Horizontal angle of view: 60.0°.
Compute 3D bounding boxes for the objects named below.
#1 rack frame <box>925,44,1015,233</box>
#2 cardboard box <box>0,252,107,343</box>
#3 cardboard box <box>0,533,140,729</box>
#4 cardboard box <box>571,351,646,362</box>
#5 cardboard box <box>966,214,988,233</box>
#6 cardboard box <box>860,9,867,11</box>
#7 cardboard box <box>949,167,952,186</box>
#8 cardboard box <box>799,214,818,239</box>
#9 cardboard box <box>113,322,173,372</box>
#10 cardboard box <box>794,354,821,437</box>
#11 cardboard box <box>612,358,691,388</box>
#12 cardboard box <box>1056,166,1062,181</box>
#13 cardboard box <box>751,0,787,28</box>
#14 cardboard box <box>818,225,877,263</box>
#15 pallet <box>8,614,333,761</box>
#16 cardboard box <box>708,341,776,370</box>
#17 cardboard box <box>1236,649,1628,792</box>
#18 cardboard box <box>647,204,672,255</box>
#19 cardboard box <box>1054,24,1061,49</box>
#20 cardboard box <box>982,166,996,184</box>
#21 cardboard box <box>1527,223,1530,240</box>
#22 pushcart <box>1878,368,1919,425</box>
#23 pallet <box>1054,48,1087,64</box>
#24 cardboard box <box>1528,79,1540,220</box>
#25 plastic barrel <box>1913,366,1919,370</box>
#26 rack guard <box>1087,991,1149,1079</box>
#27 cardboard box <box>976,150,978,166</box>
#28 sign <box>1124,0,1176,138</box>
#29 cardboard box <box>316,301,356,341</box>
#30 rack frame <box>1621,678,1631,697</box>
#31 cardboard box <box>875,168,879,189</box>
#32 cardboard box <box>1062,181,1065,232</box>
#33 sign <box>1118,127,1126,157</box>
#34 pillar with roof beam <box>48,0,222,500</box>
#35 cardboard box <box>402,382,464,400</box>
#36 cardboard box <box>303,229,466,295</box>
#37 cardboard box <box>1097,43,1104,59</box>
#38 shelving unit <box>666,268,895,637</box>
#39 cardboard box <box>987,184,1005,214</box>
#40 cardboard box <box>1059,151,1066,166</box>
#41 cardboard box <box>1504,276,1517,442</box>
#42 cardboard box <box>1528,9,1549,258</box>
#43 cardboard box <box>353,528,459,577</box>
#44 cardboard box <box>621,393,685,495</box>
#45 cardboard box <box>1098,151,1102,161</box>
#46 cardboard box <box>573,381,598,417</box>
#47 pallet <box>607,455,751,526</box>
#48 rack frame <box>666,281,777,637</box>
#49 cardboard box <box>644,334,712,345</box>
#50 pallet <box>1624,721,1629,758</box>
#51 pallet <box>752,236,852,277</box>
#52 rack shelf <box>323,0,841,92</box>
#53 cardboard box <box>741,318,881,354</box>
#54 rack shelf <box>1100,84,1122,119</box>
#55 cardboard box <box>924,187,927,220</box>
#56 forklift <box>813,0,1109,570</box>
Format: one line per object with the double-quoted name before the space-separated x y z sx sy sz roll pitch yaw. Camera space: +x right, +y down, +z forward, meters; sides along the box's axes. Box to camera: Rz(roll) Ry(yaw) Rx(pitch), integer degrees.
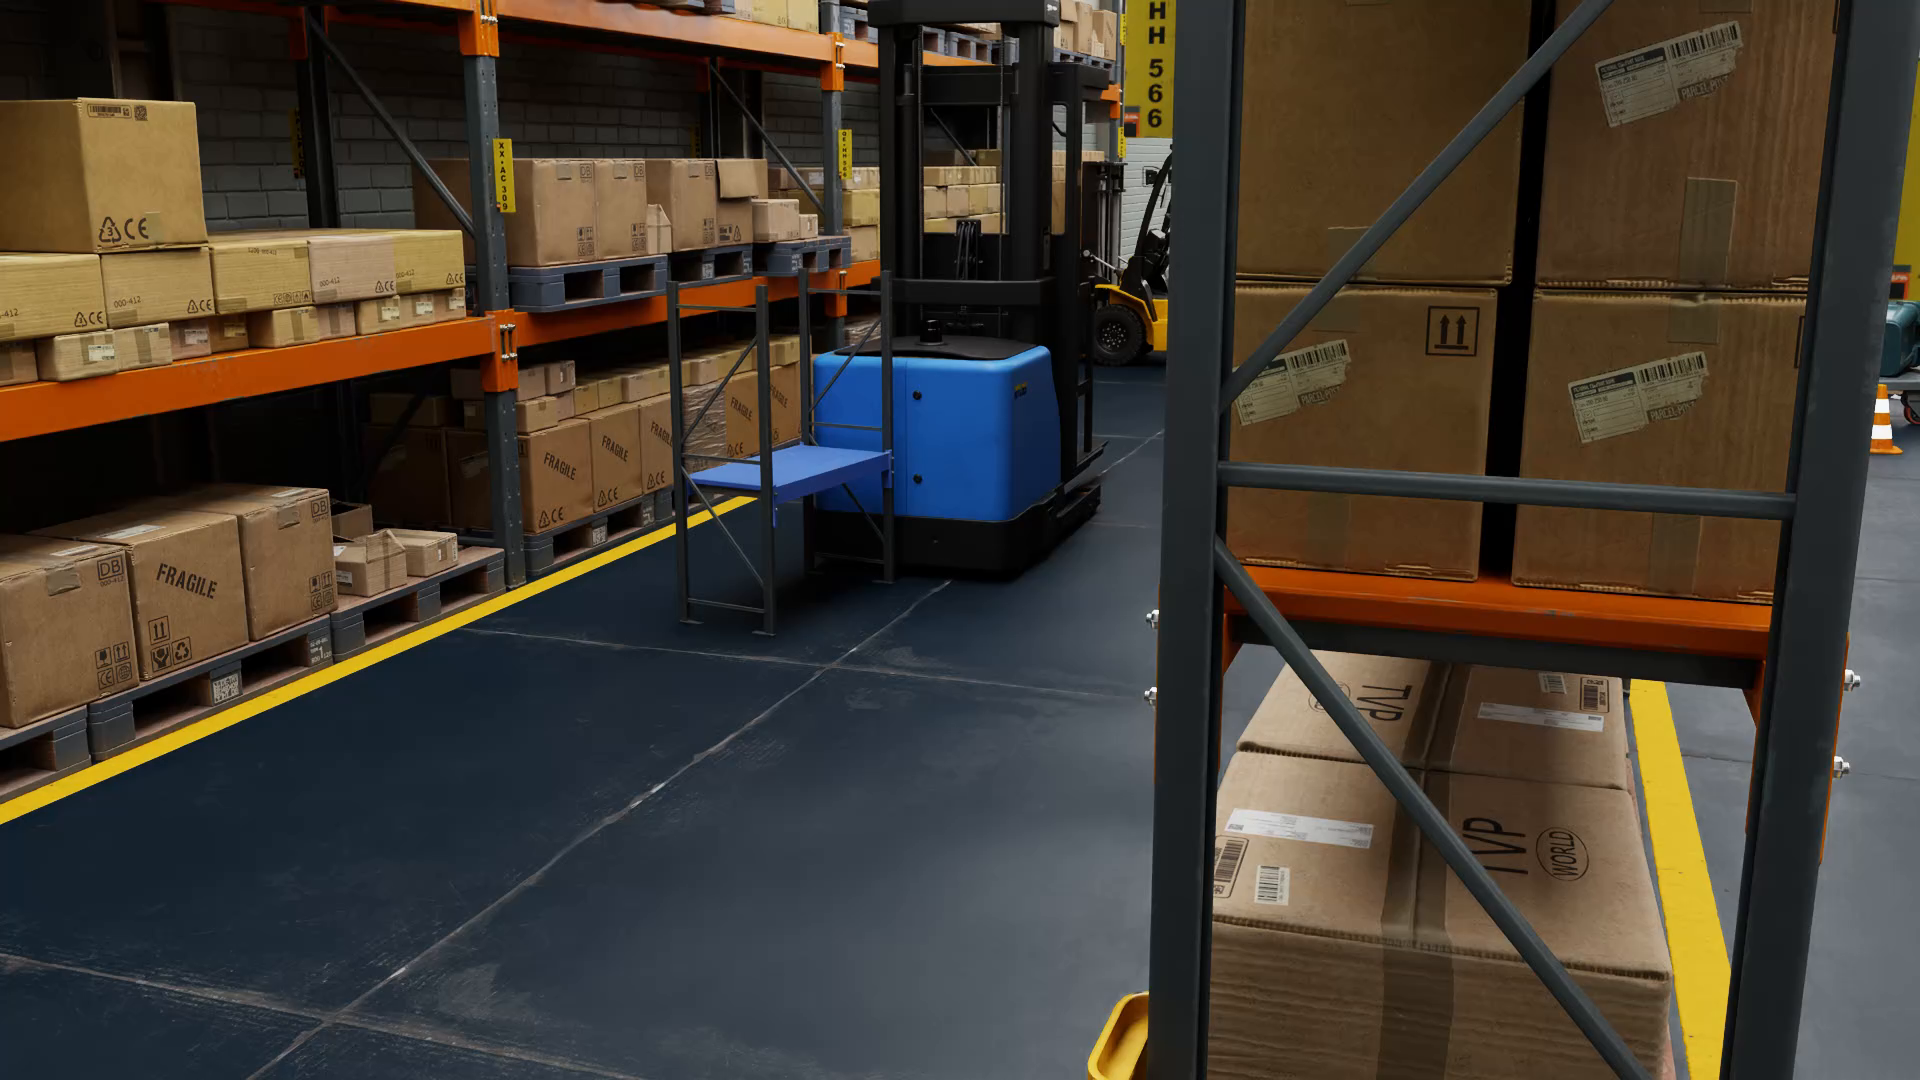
"rack frame" 0.001 -2.953 15.187 1.000 3.000 0.127 4 14 18
"cardboard box" -3.156 -0.788 5.368 0.500 0.250 0.500 4 13 17
"cardboard box" -3.281 0.288 5.659 0.700 0.500 0.500 5 14 21
"cardboard box" -2.125 -1.050 10.064 0.380 0.149 0.250 4 14 19
"cardboard box" -0.072 -2.649 14.191 0.500 0.250 0.500 4 14 18
"cardboard box" -0.760 -4.124 12.183 0.700 0.500 0.500 4 13 17
"cardboard box" -0.285 -2.959 13.530 0.380 0.149 0.250 4 14 19
"cardboard box" -1.143 -2.028 10.751 0.380 0.149 0.250 5 14 19
"cardboard box" -2.986 -0.678 5.784 0.380 0.149 0.250 5 14 20
"cardboard box" -1.227 -0.993 11.271 0.500 0.500 0.500 5 14 20
"cardboard box" -1.797 -0.966 9.696 0.380 0.149 0.250 4 14 19
"cardboard box" 0.794 -3.634 16.486 0.380 0.149 0.250 4 13 17
"cardboard box" -1.392 -3.269 10.166 0.500 0.250 0.500 4 14 19
"cardboard box" -0.919 -2.114 11.846 0.500 0.250 0.500 4 14 19
"pallet" -3.204 0.493 6.355 1.003 0.211 1.213 4 14 18
"cardboard box" -1.399 -1.179 10.630 0.380 0.149 0.250 4 13 17
"cardboard box" 1.223 0.635 4.280 0.875 0.438 0.875 5 14 20
"cardboard box" -1.775 -1.673 8.936 0.396 0.266 0.258 5 14 21
"cardboard box" 0.768 -4.894 16.084 0.396 0.266 0.258 4 13 17
"cardboard box" 0.100 -3.231 14.719 0.380 0.149 0.250 5 14 20
"cardboard box" 2.041 -0.736 5.249 0.500 0.500 0.500 4 13 17
"pushcart" 6.872 -1.165 13.243 1.648 0.377 0.936 0 13 -1
"pallet" 0.649 -4.810 16.780 1.003 0.211 1.213 4 14 18
"cardboard box" 1.727 -1.366 5.760 0.500 0.500 0.500 4 14 19
"plastic barrel" 8.331 -1.355 13.974 0.421 0.421 0.512 -8 15 -30
"rack guard" 0.808 1.153 2.811 1.175 0.500 0.348 4 14 18
"cardboard box" 0.367 -3.572 15.546 0.380 0.149 0.250 5 14 19
"sign" 0.307 -0.792 2.584 0.100 0.325 0.005 4 14 18
"cardboard box" -2.687 -0.895 6.733 0.380 0.149 0.250 5 14 20
"rack frame" 2.110 -0.912 6.245 1.000 3.000 0.127 4 14 18
"cardboard box" -0.768 -2.634 12.107 0.380 0.149 0.250 5 14 20
"cardboard box" 0.890 -3.399 16.913 0.500 0.500 0.500 4 14 19
"sign" 1.804 -4.434 18.538 0.100 0.325 0.005 4 14 18
"pillar with roof beam" 0.408 -3.802 5.424 9.100 9.000 0.400 4 14 18
"cardboard box" -2.661 -0.725 8.641 0.380 0.149 0.250 4 14 18
"cardboard box" -2.522 -1.216 7.244 0.500 0.250 0.500 5 14 20
"cardboard box" 1.314 -5.193 17.653 0.380 0.149 0.250 4 13 17
"shelving unit" -0.782 -0.442 7.553 0.538 1.500 1.048 7 14 27
"cardboard box" 0.084 -3.002 14.614 0.500 0.250 0.500 4 13 17
"cardboard box" 0.888 -3.892 16.947 0.380 0.149 0.250 5 14 19
"cardboard box" 1.055 -0.453 4.008 0.500 0.500 0.500 5 14 20
"cardboard box" 1.401 -0.796 3.264 0.500 0.500 0.500 4 13 17
"cardboard box" -2.490 0.055 7.471 0.380 0.149 0.250 4 13 17
"cardboard box" -1.890 -0.558 9.367 0.500 0.500 0.500 4 13 17
"cardboard box" 1.328 -4.161 18.126 0.380 0.149 0.250 4 14 18
"cardboard box" -2.131 -0.746 8.734 0.380 0.149 0.250 4 13 15
"pallet" -1.967 -0.341 10.009 1.003 0.211 1.213 4 14 18
"rack frame" -1.019 -0.342 7.115 0.500 1.500 0.032 7 14 27
"cardboard box" -1.868 -1.272 11.037 0.380 0.149 0.250 5 14 20
"pallet" 1.790 0.601 5.878 1.003 0.211 1.213 4 14 18
"pallet" -1.446 -1.870 10.871 1.213 0.211 1.003 4 14 18
"rack shelf" -1.941 -2.802 9.398 1.077 0.370 4.000 4 14 18
"cardboard box" -1.079 -1.289 12.286 0.875 0.625 0.625 5 14 20
"rack shelf" 0.648 -4.486 16.778 1.077 0.370 4.000 4 14 18
"cardboard box" -0.569 -2.572 12.729 0.500 0.250 0.500 4 13 17
"forklift" 0.188 -1.563 9.248 1.130 2.935 3.031 4 13 17
